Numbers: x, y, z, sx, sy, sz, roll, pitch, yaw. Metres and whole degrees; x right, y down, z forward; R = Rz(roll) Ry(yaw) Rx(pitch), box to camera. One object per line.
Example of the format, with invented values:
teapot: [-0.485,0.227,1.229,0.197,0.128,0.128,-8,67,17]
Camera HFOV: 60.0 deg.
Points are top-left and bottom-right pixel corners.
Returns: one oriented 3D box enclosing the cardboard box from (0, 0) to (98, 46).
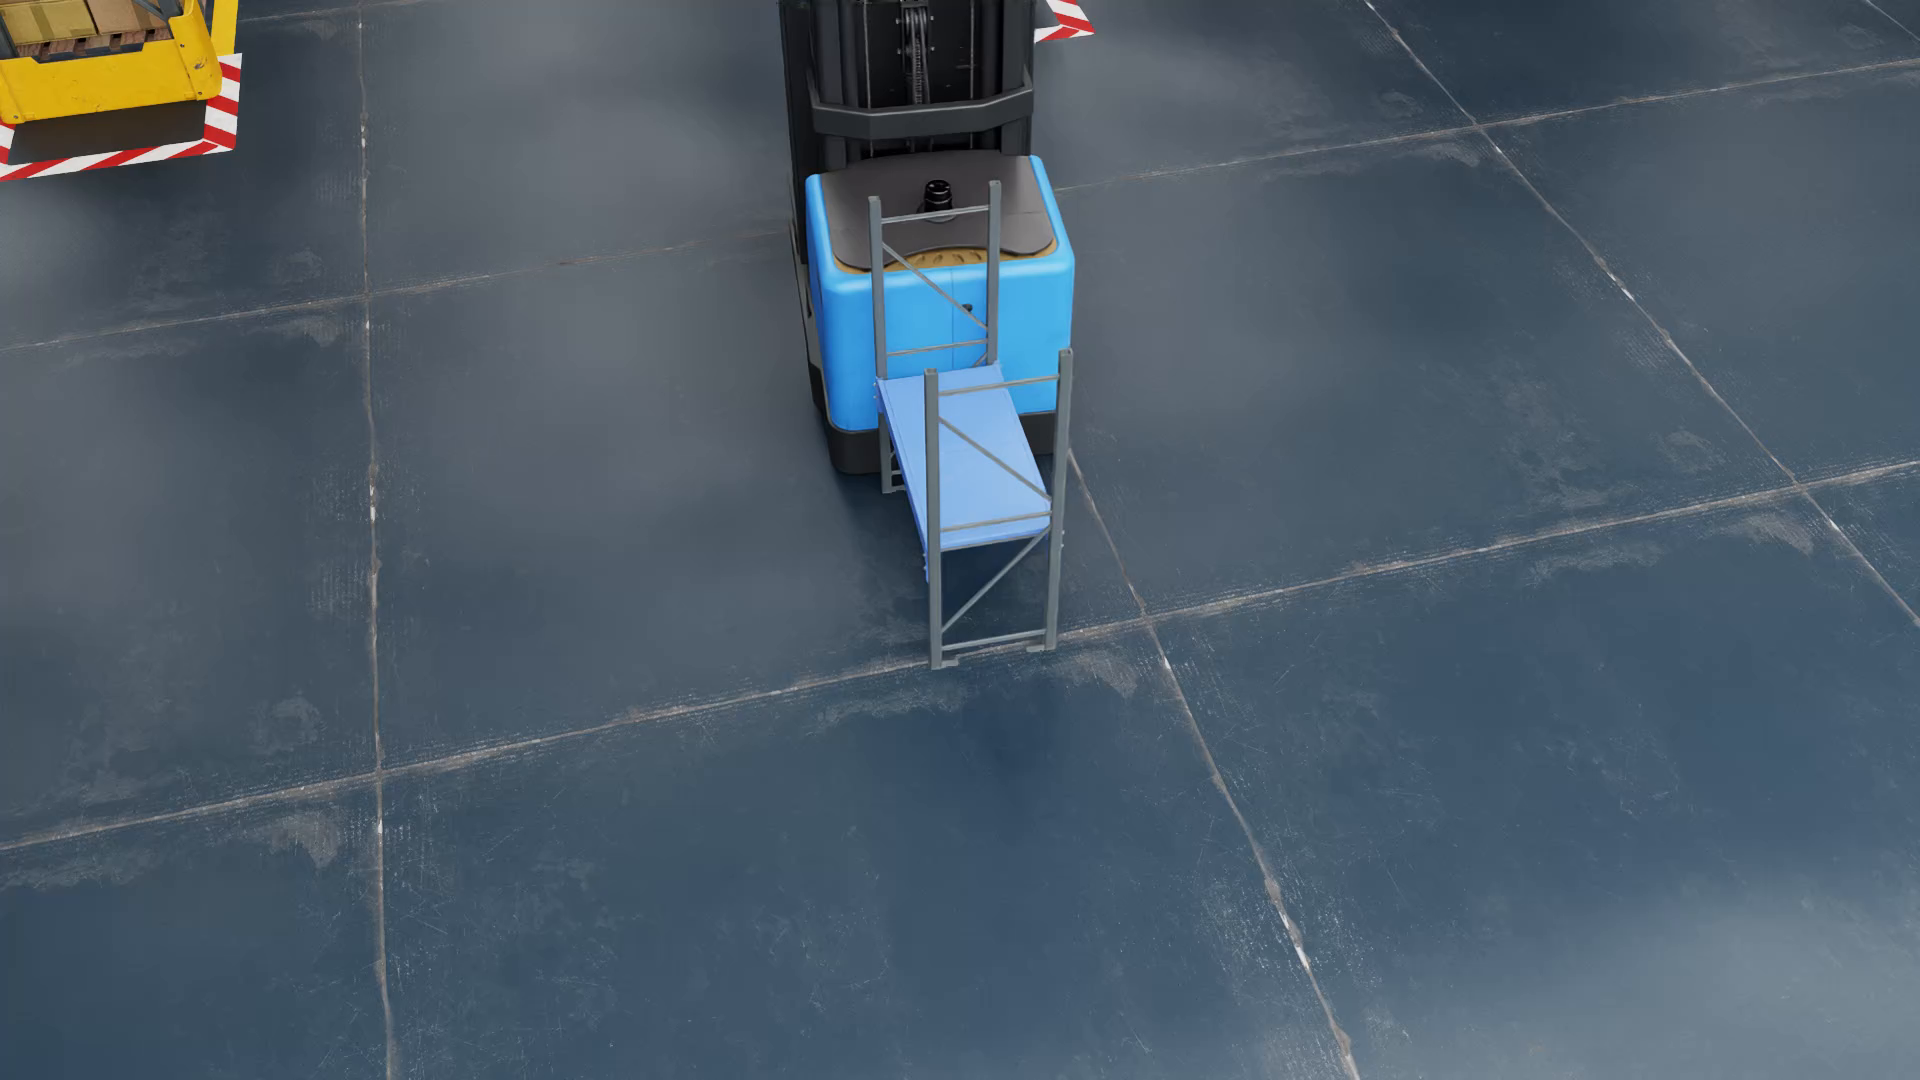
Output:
cardboard box: [-5.253,-3.101,9.571,0.500,0.250,0.500,-11,47,-10]

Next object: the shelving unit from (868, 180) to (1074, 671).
shelving unit: [0.018,-0.418,6.360,0.538,1.500,1.048,-9,46,-9]

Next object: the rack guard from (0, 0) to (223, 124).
rack guard: [-4.824,-2.709,9.305,1.175,0.500,0.348,-11,47,-10]

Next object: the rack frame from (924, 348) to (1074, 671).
rack frame: [0.129,-0.063,6.013,0.500,1.500,0.032,-9,46,-9]

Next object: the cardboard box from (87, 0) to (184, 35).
cardboard box: [-4.752,-3.196,9.664,0.500,0.250,0.500,-11,47,-10]

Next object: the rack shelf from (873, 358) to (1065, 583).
rack shelf: [0.018,-0.292,6.488,0.538,0.185,1.000,-9,46,-9]

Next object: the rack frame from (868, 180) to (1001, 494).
rack frame: [-0.094,-0.772,6.707,0.500,1.500,0.032,-9,46,-9]

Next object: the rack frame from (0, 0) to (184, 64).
rack frame: [-4.830,-3.600,8.429,1.000,3.000,0.127,-11,47,-10]

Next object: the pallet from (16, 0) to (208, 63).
pallet: [-5.066,-3.145,9.935,1.003,0.211,1.213,-11,47,-10]

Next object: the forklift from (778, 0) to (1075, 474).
forklift: [-0.260,-2.374,7.275,1.130,2.935,3.031,-6,46,-6]
